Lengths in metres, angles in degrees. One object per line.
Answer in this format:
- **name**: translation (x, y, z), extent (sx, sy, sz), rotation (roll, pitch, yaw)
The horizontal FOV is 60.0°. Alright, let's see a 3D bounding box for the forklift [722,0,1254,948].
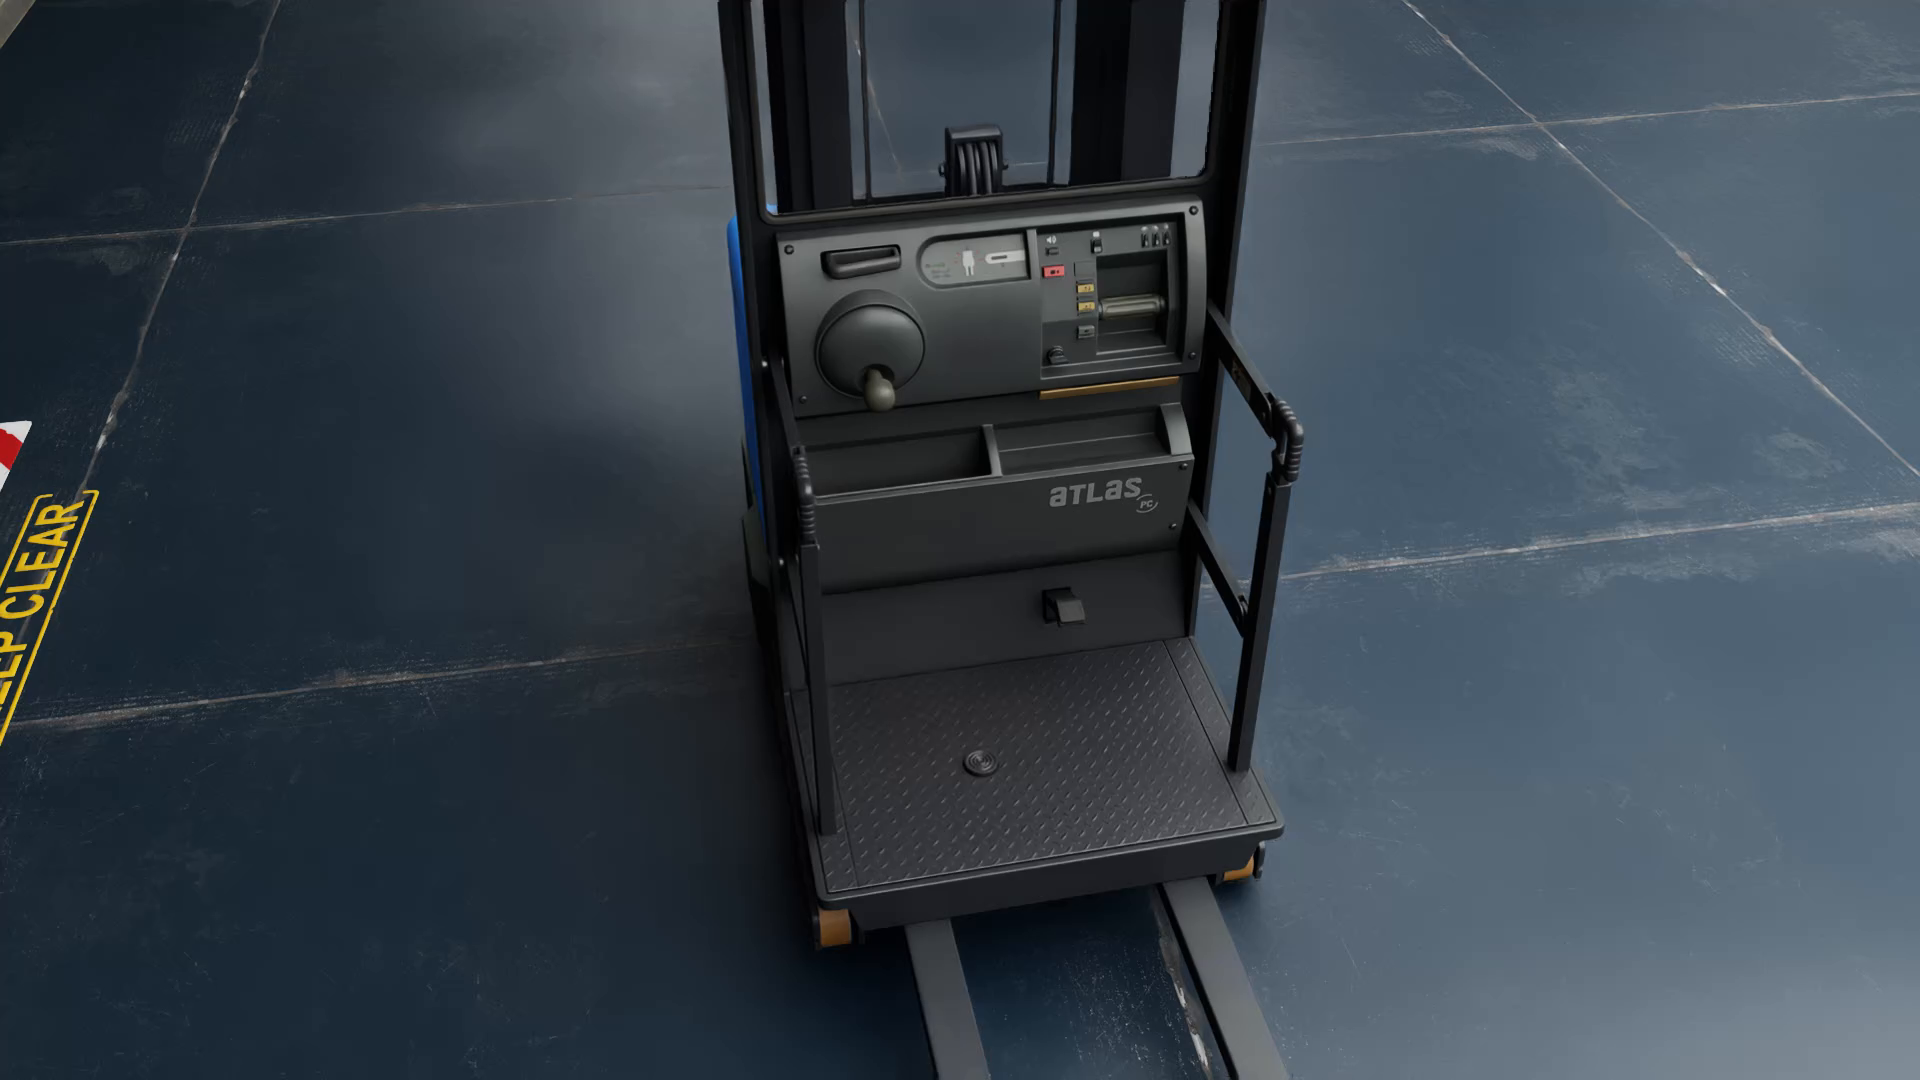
- **forklift**: translation (0.121, -0.435, 3.420), extent (1.121, 2.935, 3.031), rotation (-7, 38, -9)
